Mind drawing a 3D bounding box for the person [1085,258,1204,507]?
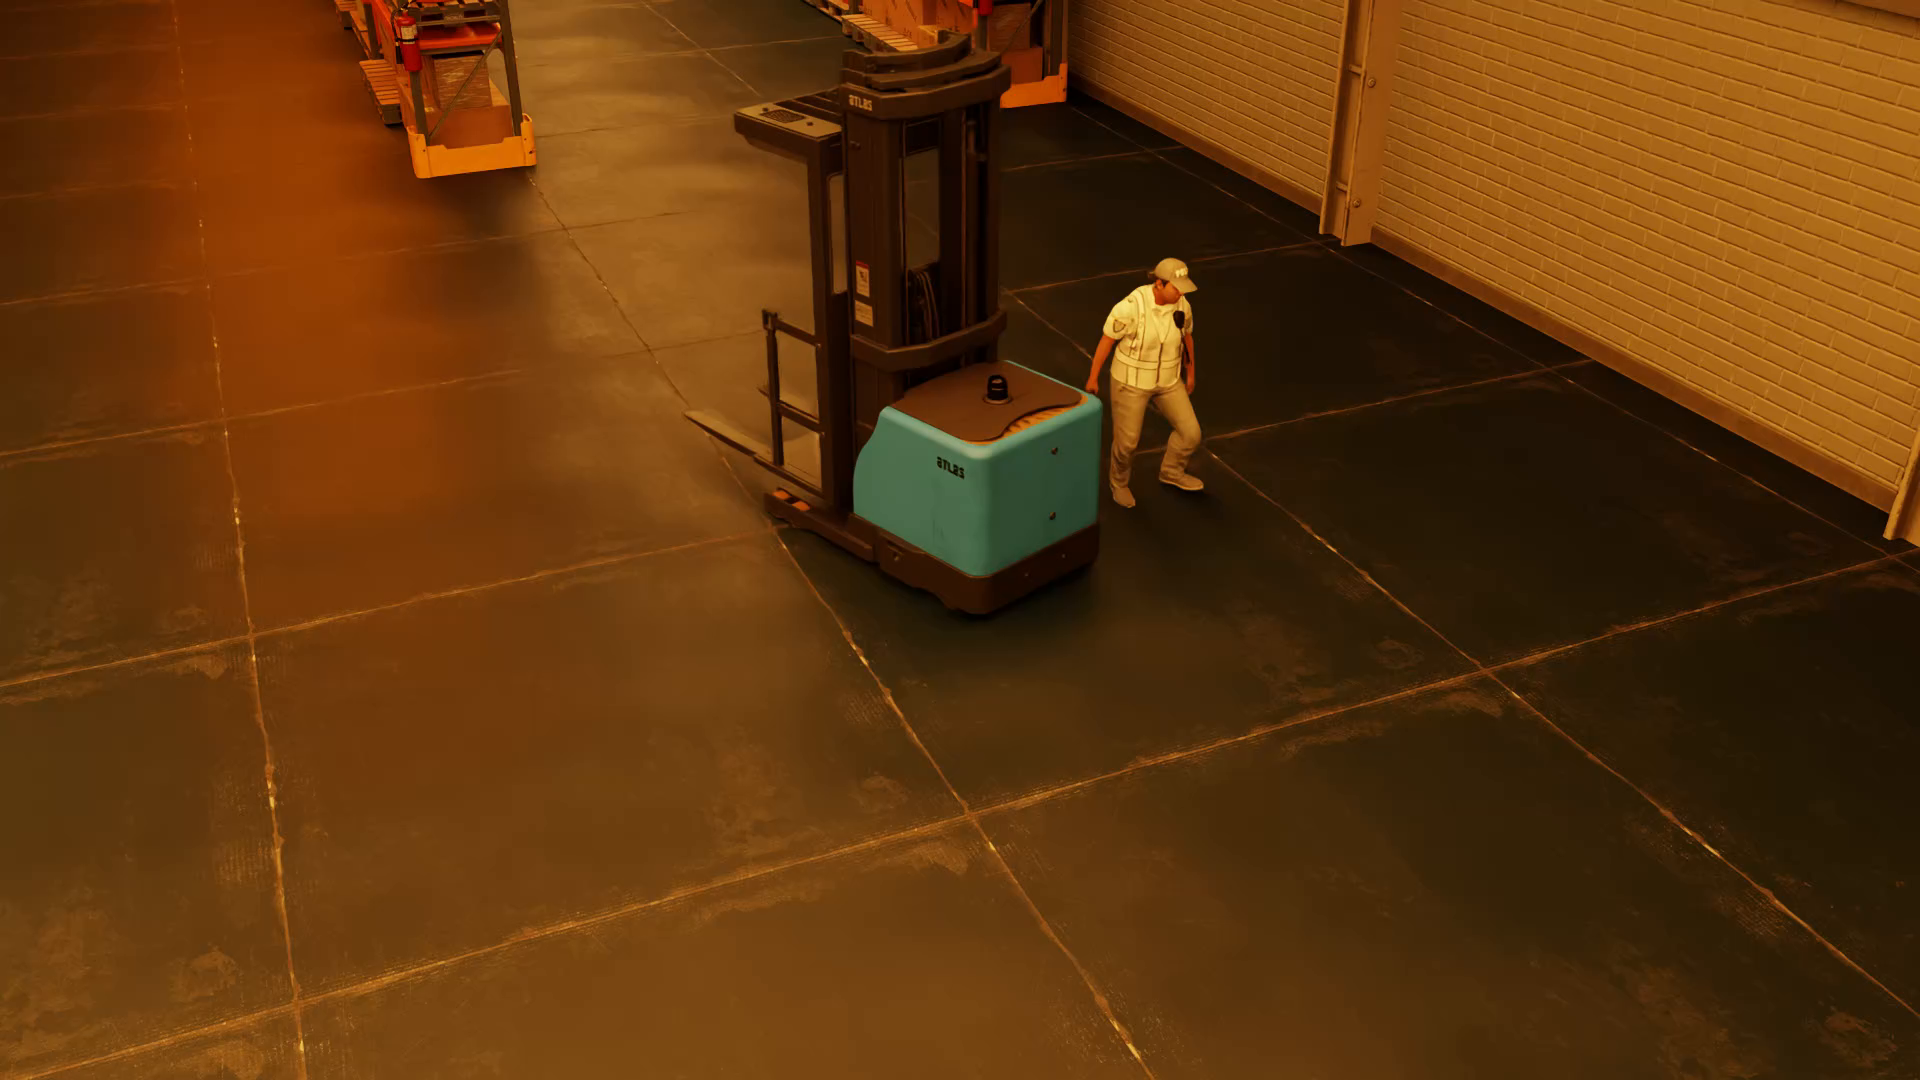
[{"bbox_3d":[1.168,-0.951,10.127,0.777,1.640,0.461,-9,31,-16],"label":"person"}]

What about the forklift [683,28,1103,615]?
[{"bbox_3d":[-0.564,-1.498,9.739,1.130,2.935,3.031,-25,38,-37],"label":"forklift"}]
